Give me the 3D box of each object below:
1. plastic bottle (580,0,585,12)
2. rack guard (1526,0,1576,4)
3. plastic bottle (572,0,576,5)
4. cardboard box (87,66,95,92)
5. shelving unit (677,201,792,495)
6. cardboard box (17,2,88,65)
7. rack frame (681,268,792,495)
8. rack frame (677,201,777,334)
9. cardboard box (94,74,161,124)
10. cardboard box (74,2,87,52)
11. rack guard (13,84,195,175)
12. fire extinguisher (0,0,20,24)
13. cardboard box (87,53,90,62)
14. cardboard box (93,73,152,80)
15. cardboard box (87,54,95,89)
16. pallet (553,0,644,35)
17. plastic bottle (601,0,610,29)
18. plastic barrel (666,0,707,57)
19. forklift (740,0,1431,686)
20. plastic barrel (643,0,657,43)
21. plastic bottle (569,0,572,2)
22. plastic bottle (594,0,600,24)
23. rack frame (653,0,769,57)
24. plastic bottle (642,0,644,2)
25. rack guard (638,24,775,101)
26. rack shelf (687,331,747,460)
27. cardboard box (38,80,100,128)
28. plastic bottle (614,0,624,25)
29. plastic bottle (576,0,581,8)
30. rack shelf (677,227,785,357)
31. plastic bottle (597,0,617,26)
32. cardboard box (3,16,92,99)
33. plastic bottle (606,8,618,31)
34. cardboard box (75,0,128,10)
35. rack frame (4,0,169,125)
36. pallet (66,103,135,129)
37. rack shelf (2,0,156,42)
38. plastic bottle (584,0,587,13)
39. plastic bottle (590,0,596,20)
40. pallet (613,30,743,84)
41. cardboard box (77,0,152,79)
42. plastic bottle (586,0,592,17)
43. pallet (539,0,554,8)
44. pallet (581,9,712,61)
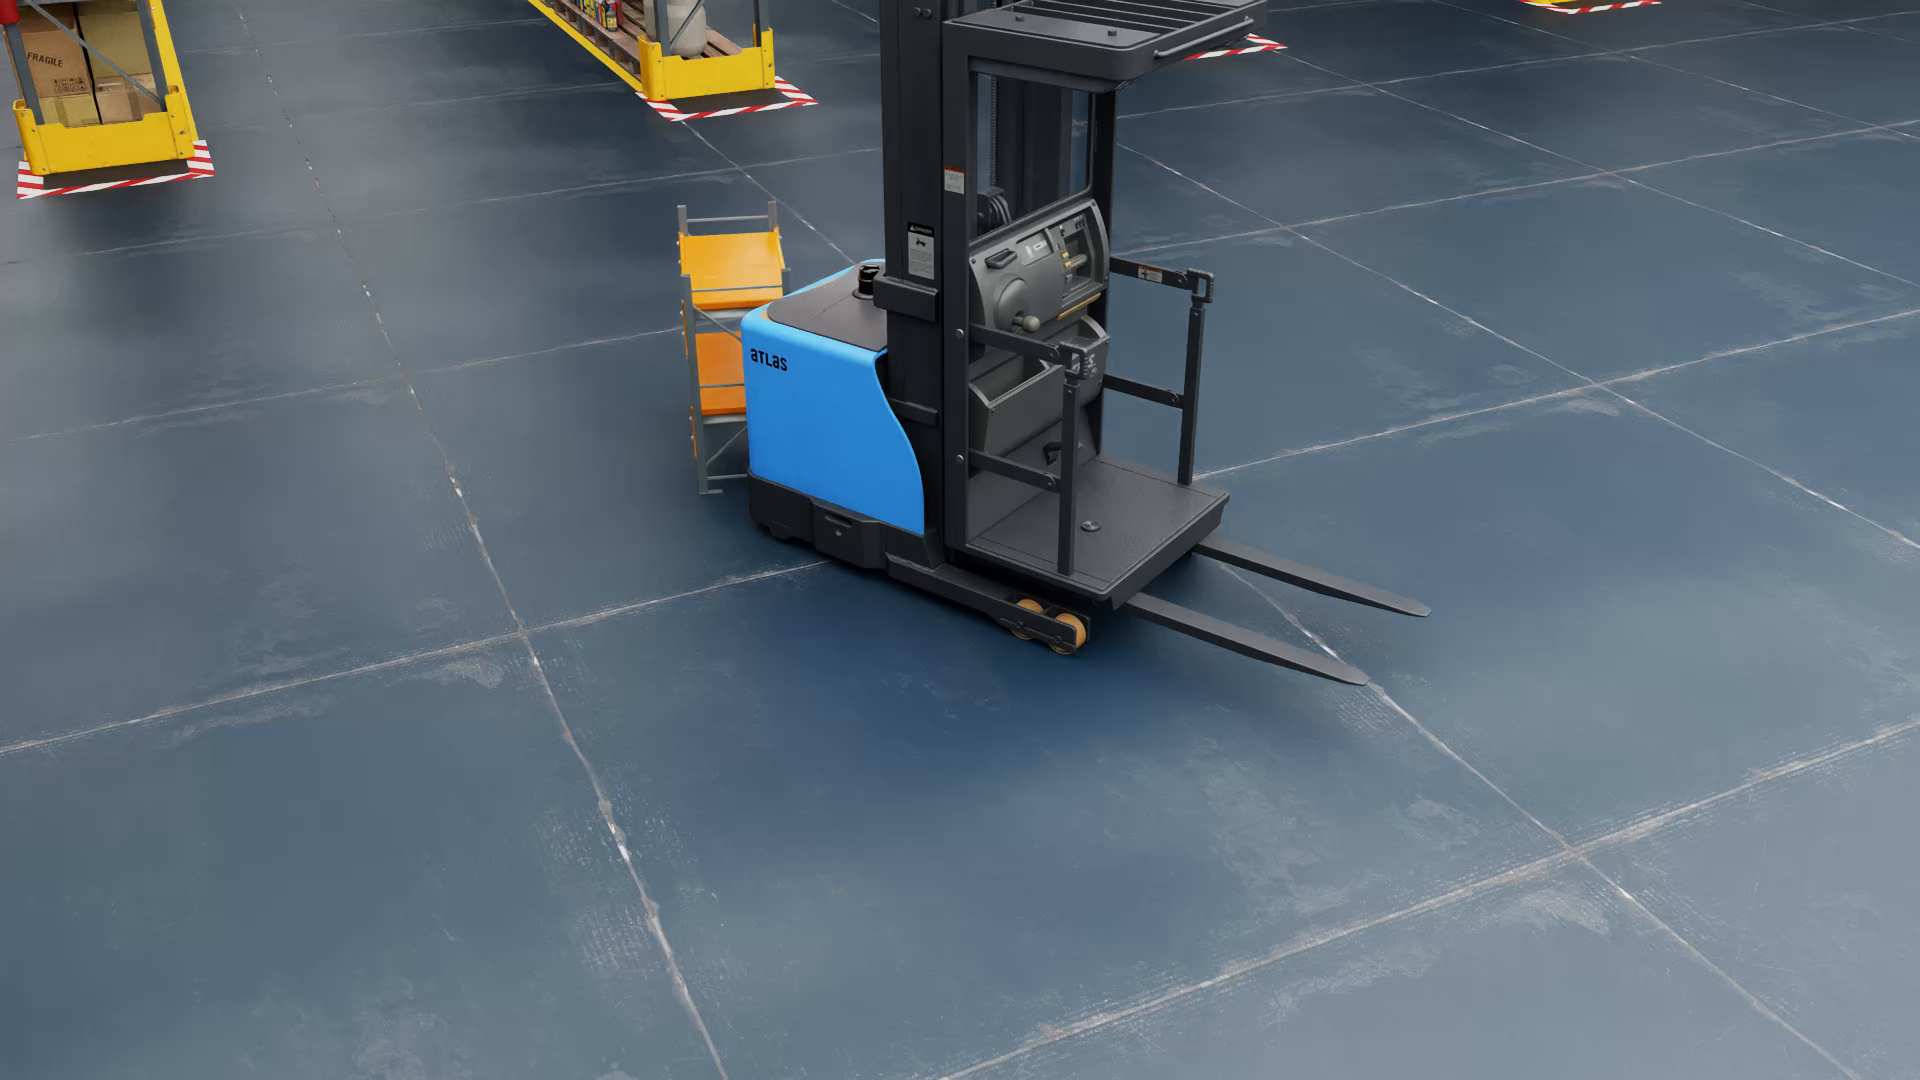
[{"bbox_3d":[-3.812,-5.504,16.826,0.061,0.283,0.133,-12,31,-20],"label":"plastic bottle"},{"bbox_3d":[6.826,-6.275,18.429,1.175,0.500,0.348,-13,32,-22],"label":"rack guard"},{"bbox_3d":[-3.926,-5.699,17.104,0.144,0.351,0.185,-12,32,-21],"label":"plastic bottle"},{"bbox_3d":[-7.378,-3.677,13.623,0.500,0.250,0.500,-13,32,-22],"label":"cardboard box"},{"bbox_3d":[-1.113,-0.985,8.357,0.538,1.125,1.048,-5,30,-8],"label":"shelving unit"},{"bbox_3d":[-7.597,-4.224,13.832,0.500,0.500,0.500,-13,32,-22],"label":"cardboard box"},{"bbox_3d":[-1.030,-0.740,7.919,0.500,1.125,0.032,-5,30,-8],"label":"rack frame"},{"bbox_3d":[-1.195,-1.230,8.794,0.500,1.125,0.032,-5,30,-8],"label":"rack frame"},{"bbox_3d":[-6.685,-3.568,13.428,0.500,0.250,0.500,-13,32,-22],"label":"cardboard box"},{"bbox_3d":[-7.811,-4.446,14.226,0.500,0.500,0.500,-13,32,-22],"label":"cardboard box"},{"bbox_3d":[-6.645,-3.200,12.945,1.175,0.500,0.348,-13,32,-22],"label":"rack guard"},{"bbox_3d":[-7.025,-4.117,12.104,0.296,0.674,0.183,-13,32,-22],"label":"fire extinguisher"},{"bbox_3d":[-7.808,-4.119,14.411,0.500,0.250,0.500,-13,32,-22],"label":"cardboard box"},{"bbox_3d":[-6.903,-3.788,13.820,0.500,0.250,0.500,-13,32,-22],"label":"cardboard box"},{"bbox_3d":[-7.595,-3.898,14.016,0.500,0.250,0.500,-13,32,-22],"label":"cardboard box"},{"bbox_3d":[-3.647,-5.584,17.492,1.003,0.211,1.213,-13,32,-22],"label":"pallet"},{"bbox_3d":[-3.432,-5.113,16.129,0.061,0.283,0.133,-12,32,-21],"label":"plastic bottle"},{"bbox_3d":[-2.532,-4.712,15.200,0.421,0.512,0.421,0,29,0],"label":"plastic barrel"},{"bbox_3d":[0.504,-1.100,6.714,3.031,2.935,1.130,20,35,31],"label":"forklift"},{"bbox_3d":[-2.747,-4.933,15.595,0.421,0.512,0.421,0,29,0],"label":"plastic barrel"},{"bbox_3d":[-3.993,-5.740,17.254,0.152,0.276,0.135,-12,31,-20],"label":"plastic bottle"},{"bbox_3d":[-3.508,-5.240,16.363,0.152,0.276,0.135,-14,32,-23],"label":"plastic bottle"},{"bbox_3d":[-2.181,-5.339,14.204,1.000,3.000,0.127,-13,32,-22],"label":"rack frame"},{"bbox_3d":[-3.221,-5.629,17.048,0.061,0.283,0.133,-13,32,-22],"label":"plastic bottle"},{"bbox_3d":[-2.256,-4.272,14.858,1.175,0.500,0.348,-13,32,-22],"label":"rack guard"},{"bbox_3d":[-1.113,-0.772,8.476,0.538,0.278,1.000,-5,30,-8],"label":"rack shelf"},{"bbox_3d":[-7.153,-3.459,13.234,0.500,0.250,0.500,-13,32,-22],"label":"cardboard box"},{"bbox_3d":[-3.352,-5.205,16.293,0.061,0.283,0.133,-13,32,-22],"label":"plastic bottle"},{"bbox_3d":[-3.845,-5.615,16.955,0.144,0.351,0.185,-15,32,-24],"label":"plastic bottle"},{"bbox_3d":[-1.113,-1.240,8.214,0.538,0.278,1.000,-5,30,-8],"label":"rack shelf"},{"bbox_3d":[-3.448,-5.179,16.254,0.152,0.276,0.135,-13,32,-22],"label":"plastic bottle"},{"bbox_3d":[-7.155,-3.786,13.050,0.500,0.500,0.500,-13,32,-22],"label":"cardboard box"},{"bbox_3d":[-3.365,-5.029,16.064,0.097,0.201,0.097,0,29,0],"label":"plastic bottle"},{"bbox_3d":[-7.128,-4.334,14.027,0.500,0.500,0.500,-13,32,-22],"label":"cardboard box"},{"bbox_3d":[-6.656,-4.300,12.352,1.000,3.000,0.127,-13,32,-22],"label":"rack frame"},{"bbox_3d":[-7.022,-3.413,13.621,1.003,0.211,1.213,-13,32,-22],"label":"pallet"},{"bbox_3d":[-7.514,-4.870,14.104,1.077,0.370,4.000,-13,32,-22],"label":"rack shelf"},{"bbox_3d":[-3.745,-5.420,16.760,0.097,0.201,0.097,0,29,0],"label":"plastic bottle"},{"bbox_3d":[-3.583,-5.345,16.474,0.144,0.351,0.185,-12,31,-20],"label":"plastic bottle"},{"bbox_3d":[-2.600,-4.506,15.570,1.003,0.211,1.213,-13,32,-22],"label":"pallet"},{"bbox_3d":[-6.901,-4.115,13.638,0.500,0.500,0.500,-13,32,-22],"label":"cardboard box"},{"bbox_3d":[-3.662,-5.427,16.621,0.144,0.351,0.185,-13,32,-22],"label":"plastic bottle"},{"bbox_3d":[-4.270,-6.228,18.641,1.003,0.211,1.213,-13,32,-22],"label":"pallet"},{"bbox_3d":[-3.119,-5.044,16.530,1.003,0.211,1.213,-13,32,-22],"label":"pallet"}]
